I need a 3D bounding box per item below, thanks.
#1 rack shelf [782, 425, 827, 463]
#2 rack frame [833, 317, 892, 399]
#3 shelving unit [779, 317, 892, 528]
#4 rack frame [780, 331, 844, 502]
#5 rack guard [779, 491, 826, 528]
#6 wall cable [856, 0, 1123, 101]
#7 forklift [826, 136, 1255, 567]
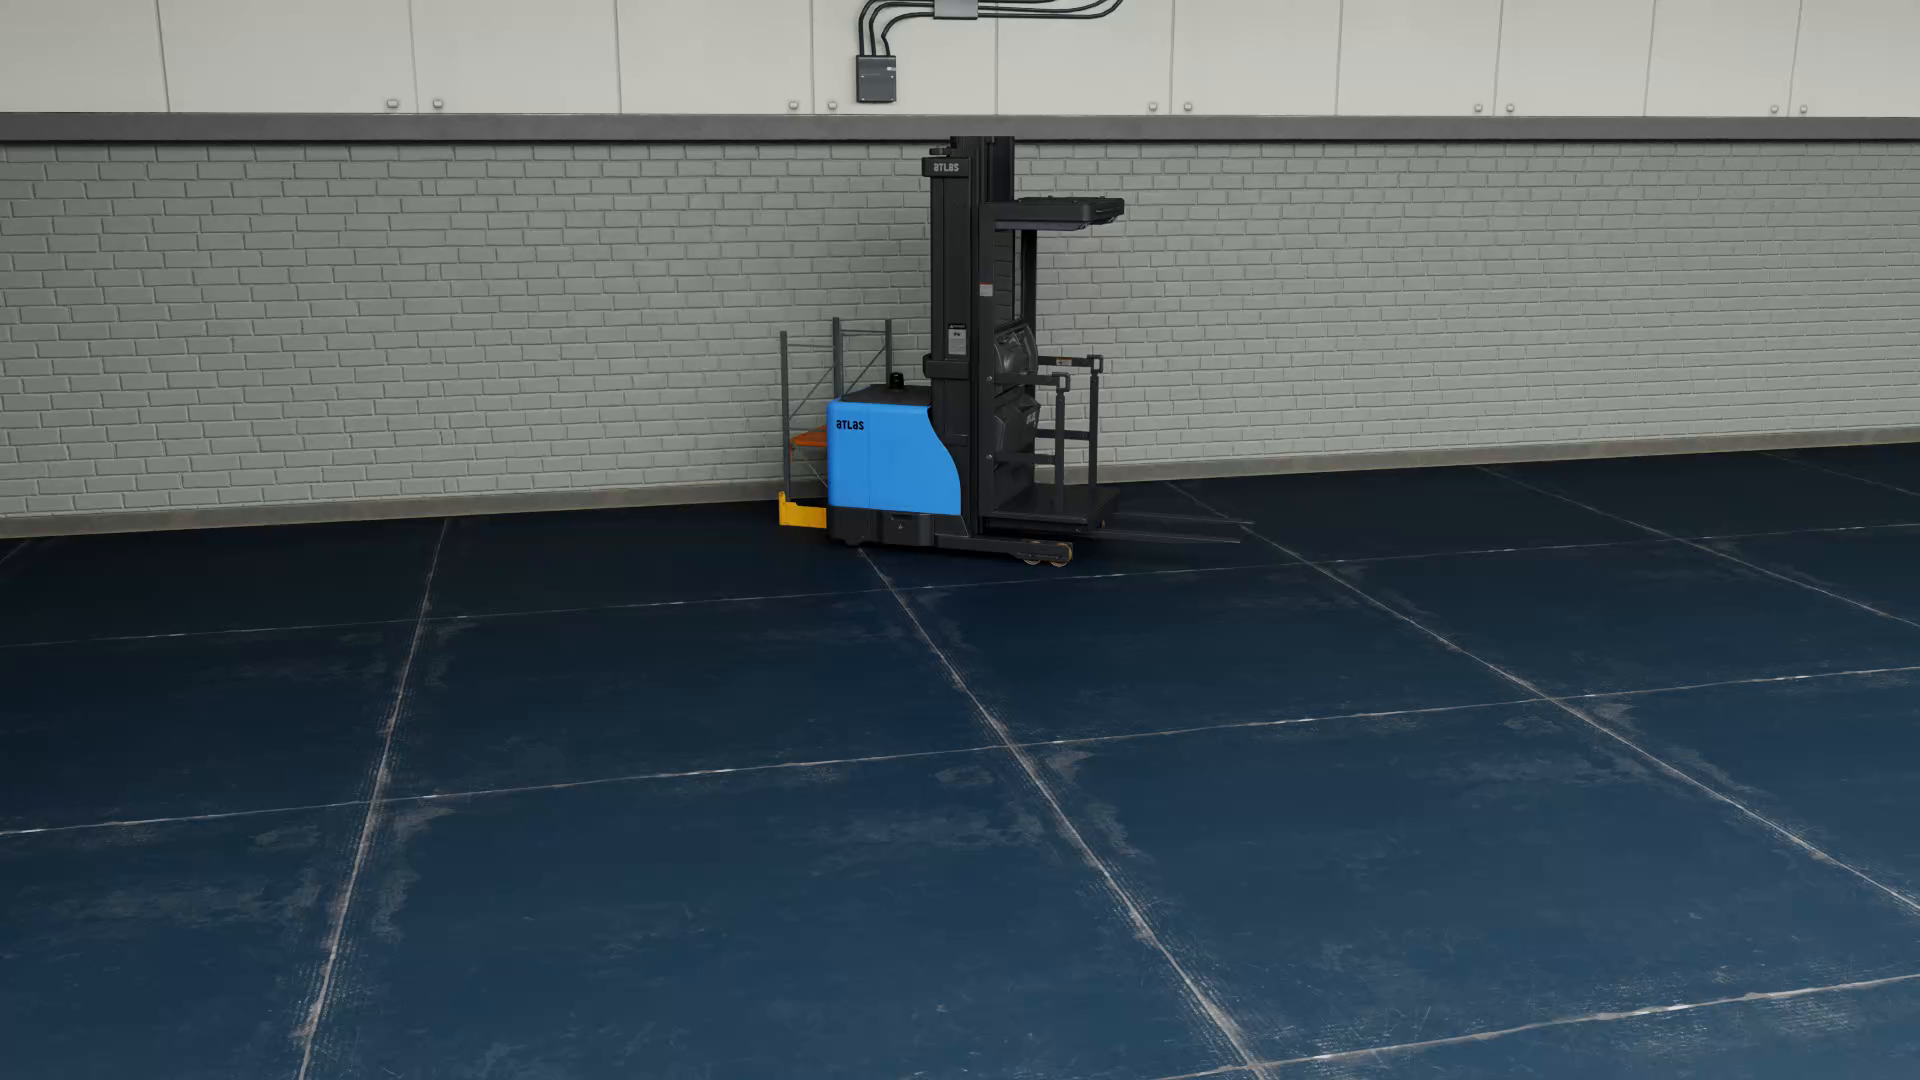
[{"bbox_3d":[-0.955,-0.774,13.195,0.538,0.185,1.000,5,14,18],"label":"rack shelf"},{"bbox_3d":[-0.792,-1.063,13.620,0.500,1.500,0.032,5,14,18],"label":"rack frame"},{"bbox_3d":[-0.958,-0.947,13.144,0.587,1.500,1.083,5,14,18],"label":"shelving unit"},{"bbox_3d":[-1.118,-0.835,12.684,0.500,1.500,0.032,5,14,18],"label":"rack frame"},{"bbox_3d":[-1.118,-0.228,12.834,0.587,0.250,0.087,5,14,18],"label":"rack guard"},{"bbox_3d":[0.312,-6.454,12.716,2.305,6.003,0.169,-3,14,-13],"label":"wall cable"},{"bbox_3d":[0.591,-1.378,11.890,3.031,2.935,1.130,4,14,18],"label":"forklift"}]
